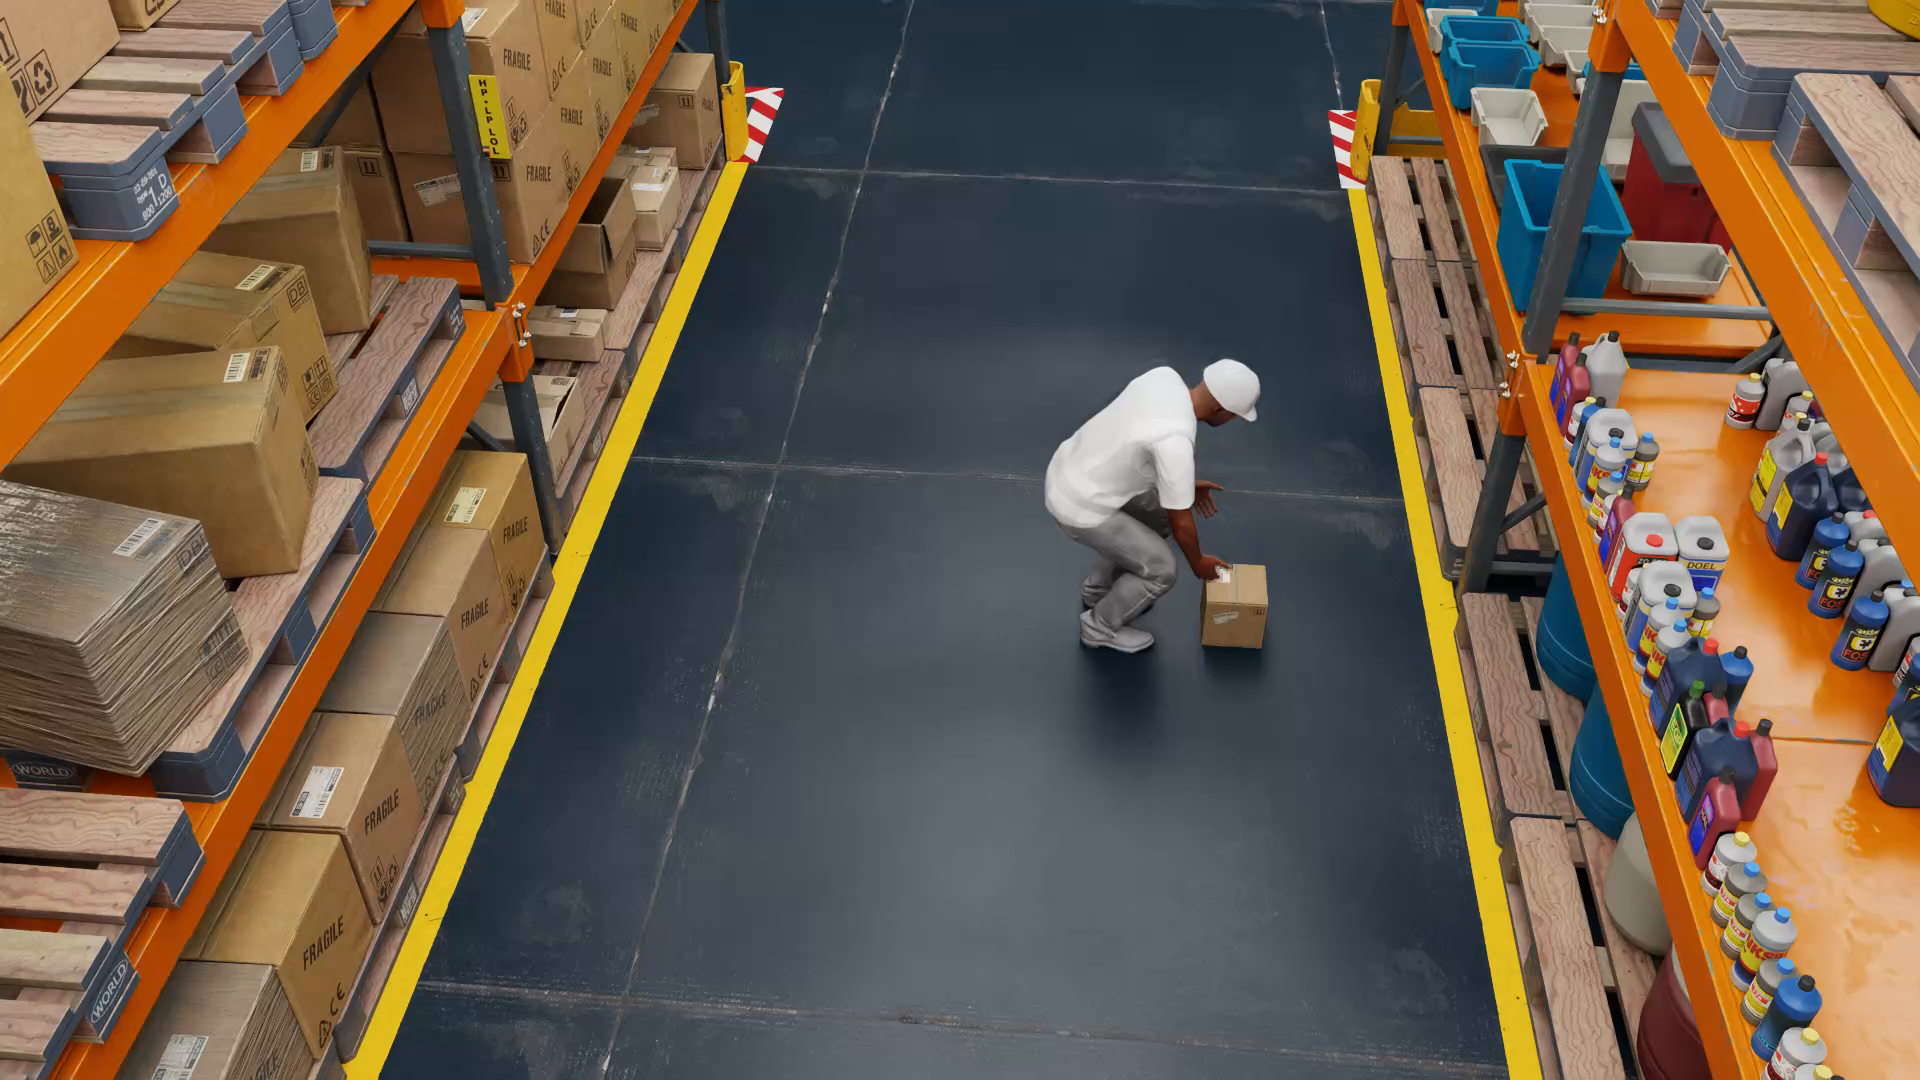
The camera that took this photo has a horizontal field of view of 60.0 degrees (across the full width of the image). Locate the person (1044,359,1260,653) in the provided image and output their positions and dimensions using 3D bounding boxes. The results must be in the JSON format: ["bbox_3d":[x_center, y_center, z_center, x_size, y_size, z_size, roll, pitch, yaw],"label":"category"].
[{"bbox_3d":[0.744,-0.179,6.707,0.805,1.313,0.629,3,40,4],"label":"person"}]
